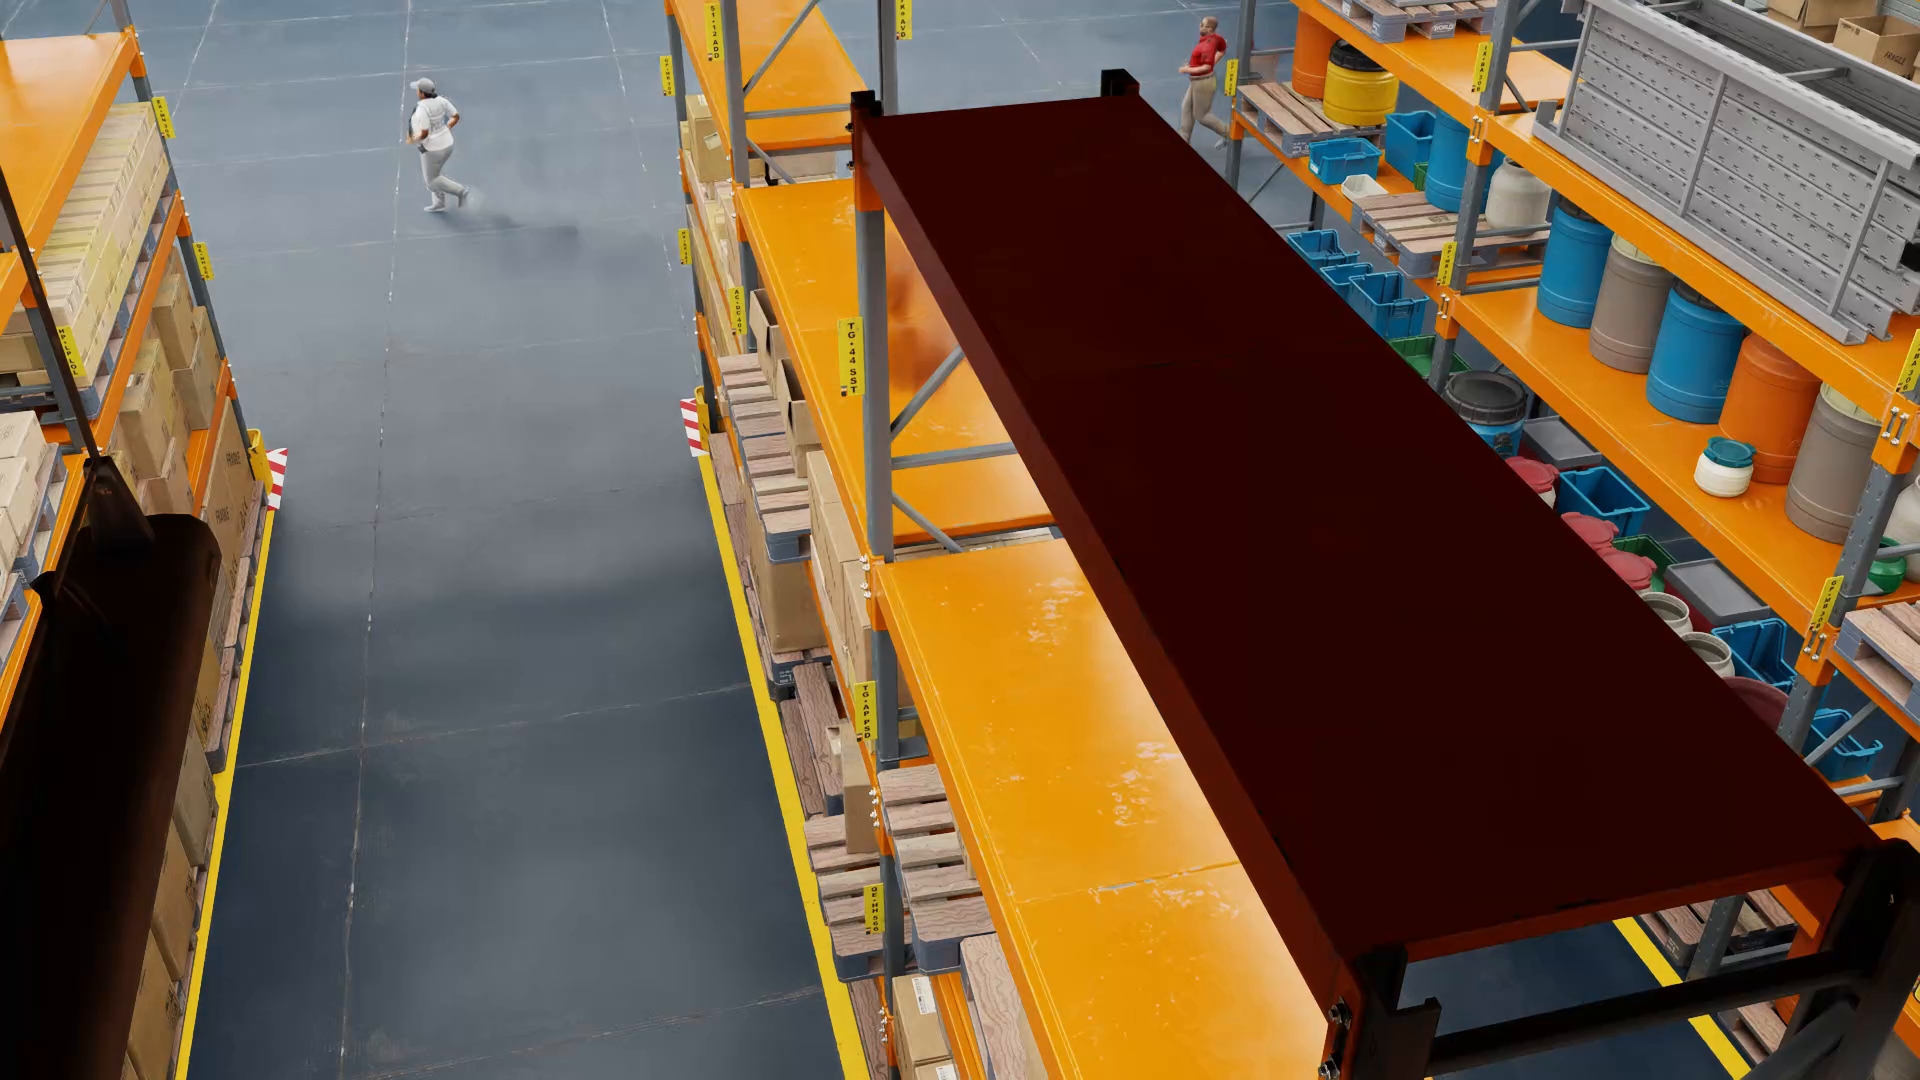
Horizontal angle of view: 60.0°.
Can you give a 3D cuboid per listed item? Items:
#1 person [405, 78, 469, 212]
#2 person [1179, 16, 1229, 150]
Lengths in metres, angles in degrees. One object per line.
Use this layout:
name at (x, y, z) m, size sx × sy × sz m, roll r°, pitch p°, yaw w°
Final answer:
person at (-6.058, -4.550, 19.319) m, size 0.724 × 1.651 × 0.607 m, roll 12°, pitch 36°, yaw 17°
person at (3.087, -5.713, 20.911) m, size 0.895 × 1.733 × 0.668 m, roll 5°, pitch 35°, yaw 8°
